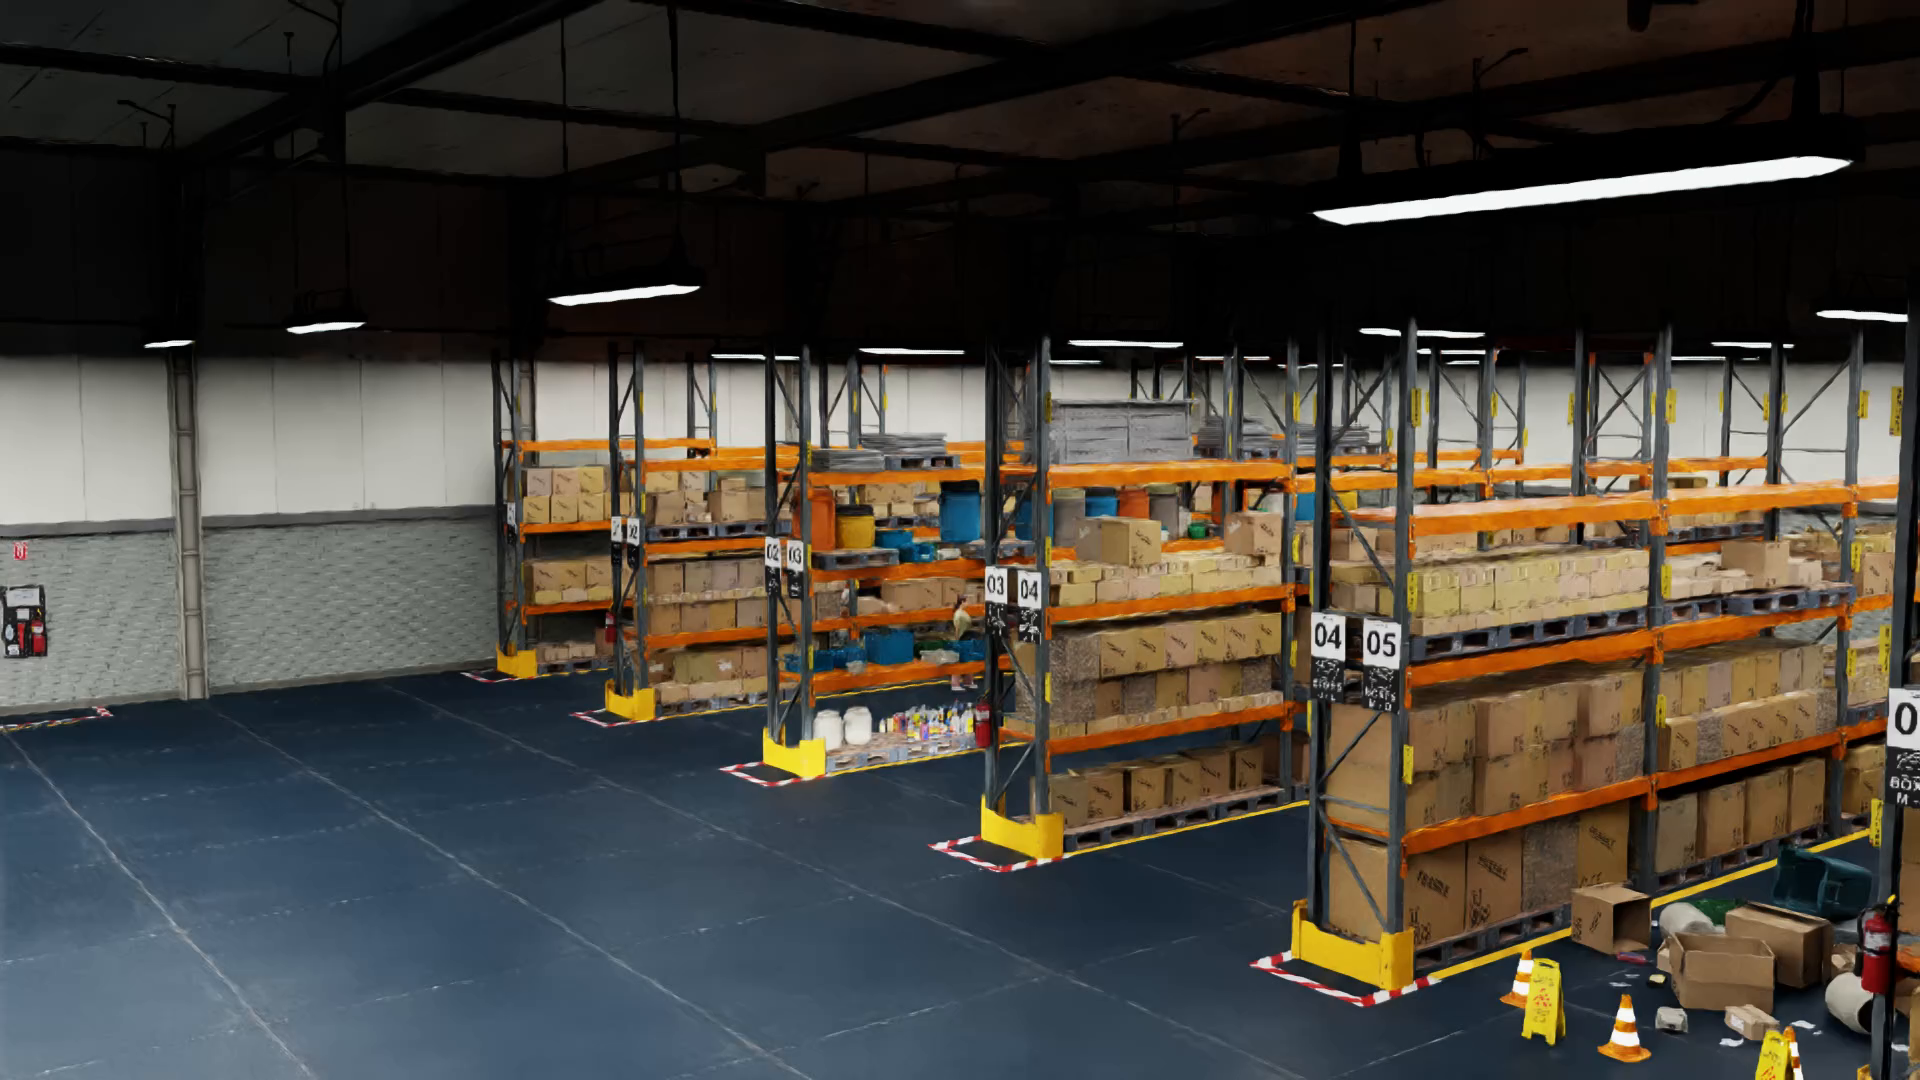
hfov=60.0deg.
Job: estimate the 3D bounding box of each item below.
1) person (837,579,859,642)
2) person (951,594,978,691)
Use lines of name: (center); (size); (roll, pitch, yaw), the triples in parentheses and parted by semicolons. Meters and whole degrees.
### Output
person: (-2.246, 1.511, 31.678); (1.105, 1.707, 0.553); (-4, 6, -35)
person: (0.084, 1.776, 28.939); (0.441, 1.675, 0.498); (2, 5, 22)
